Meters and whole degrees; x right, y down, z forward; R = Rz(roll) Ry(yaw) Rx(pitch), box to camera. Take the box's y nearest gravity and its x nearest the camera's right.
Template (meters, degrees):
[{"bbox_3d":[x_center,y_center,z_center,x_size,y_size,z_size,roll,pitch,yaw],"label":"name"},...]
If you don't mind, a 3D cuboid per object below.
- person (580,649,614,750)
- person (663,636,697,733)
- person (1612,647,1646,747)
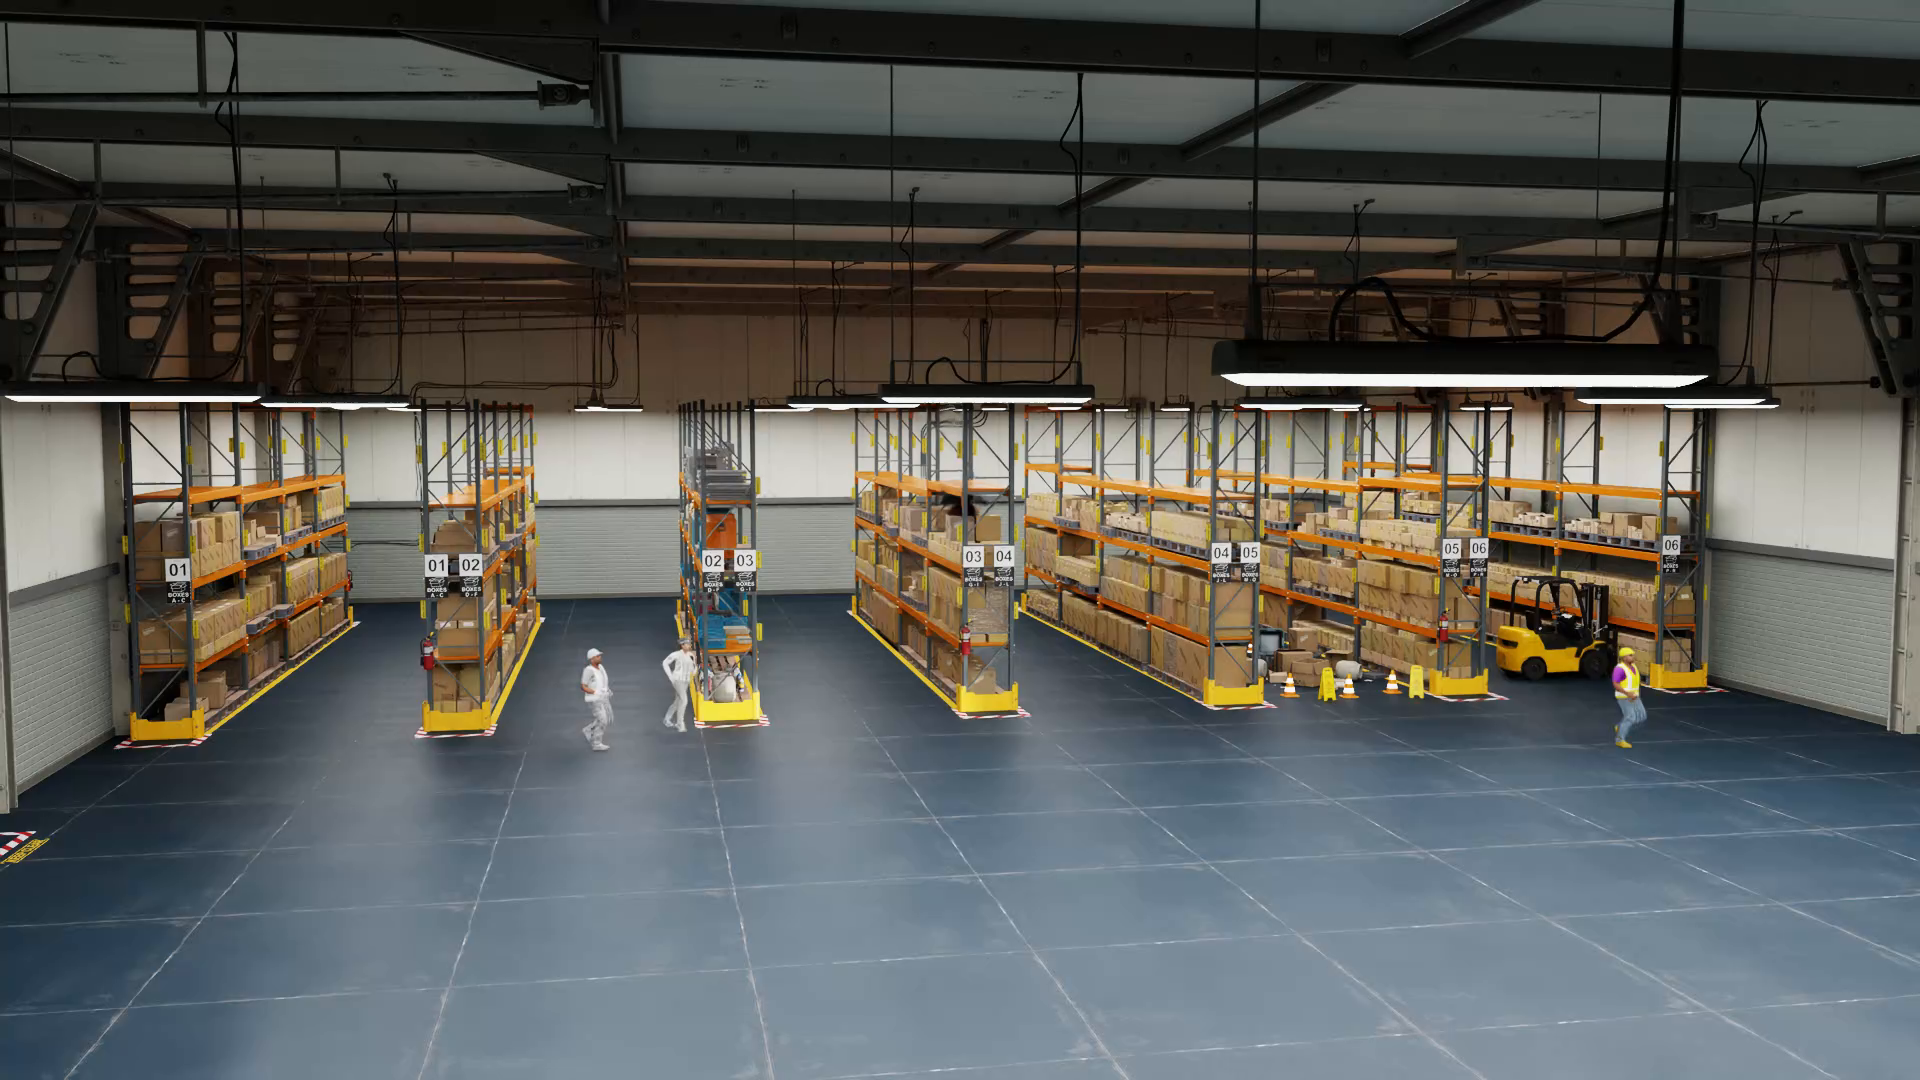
[{"bbox_3d":[-6.205,2.717,28.350,0.614,1.733,0.678,1,4,14],"label":"person"},{"bbox_3d":[-5.075,2.618,30.299,0.684,1.728,0.589,3,5,34],"label":"person"},{"bbox_3d":[11.512,2.706,28.612,0.707,1.724,0.520,-4,6,-40],"label":"person"}]
